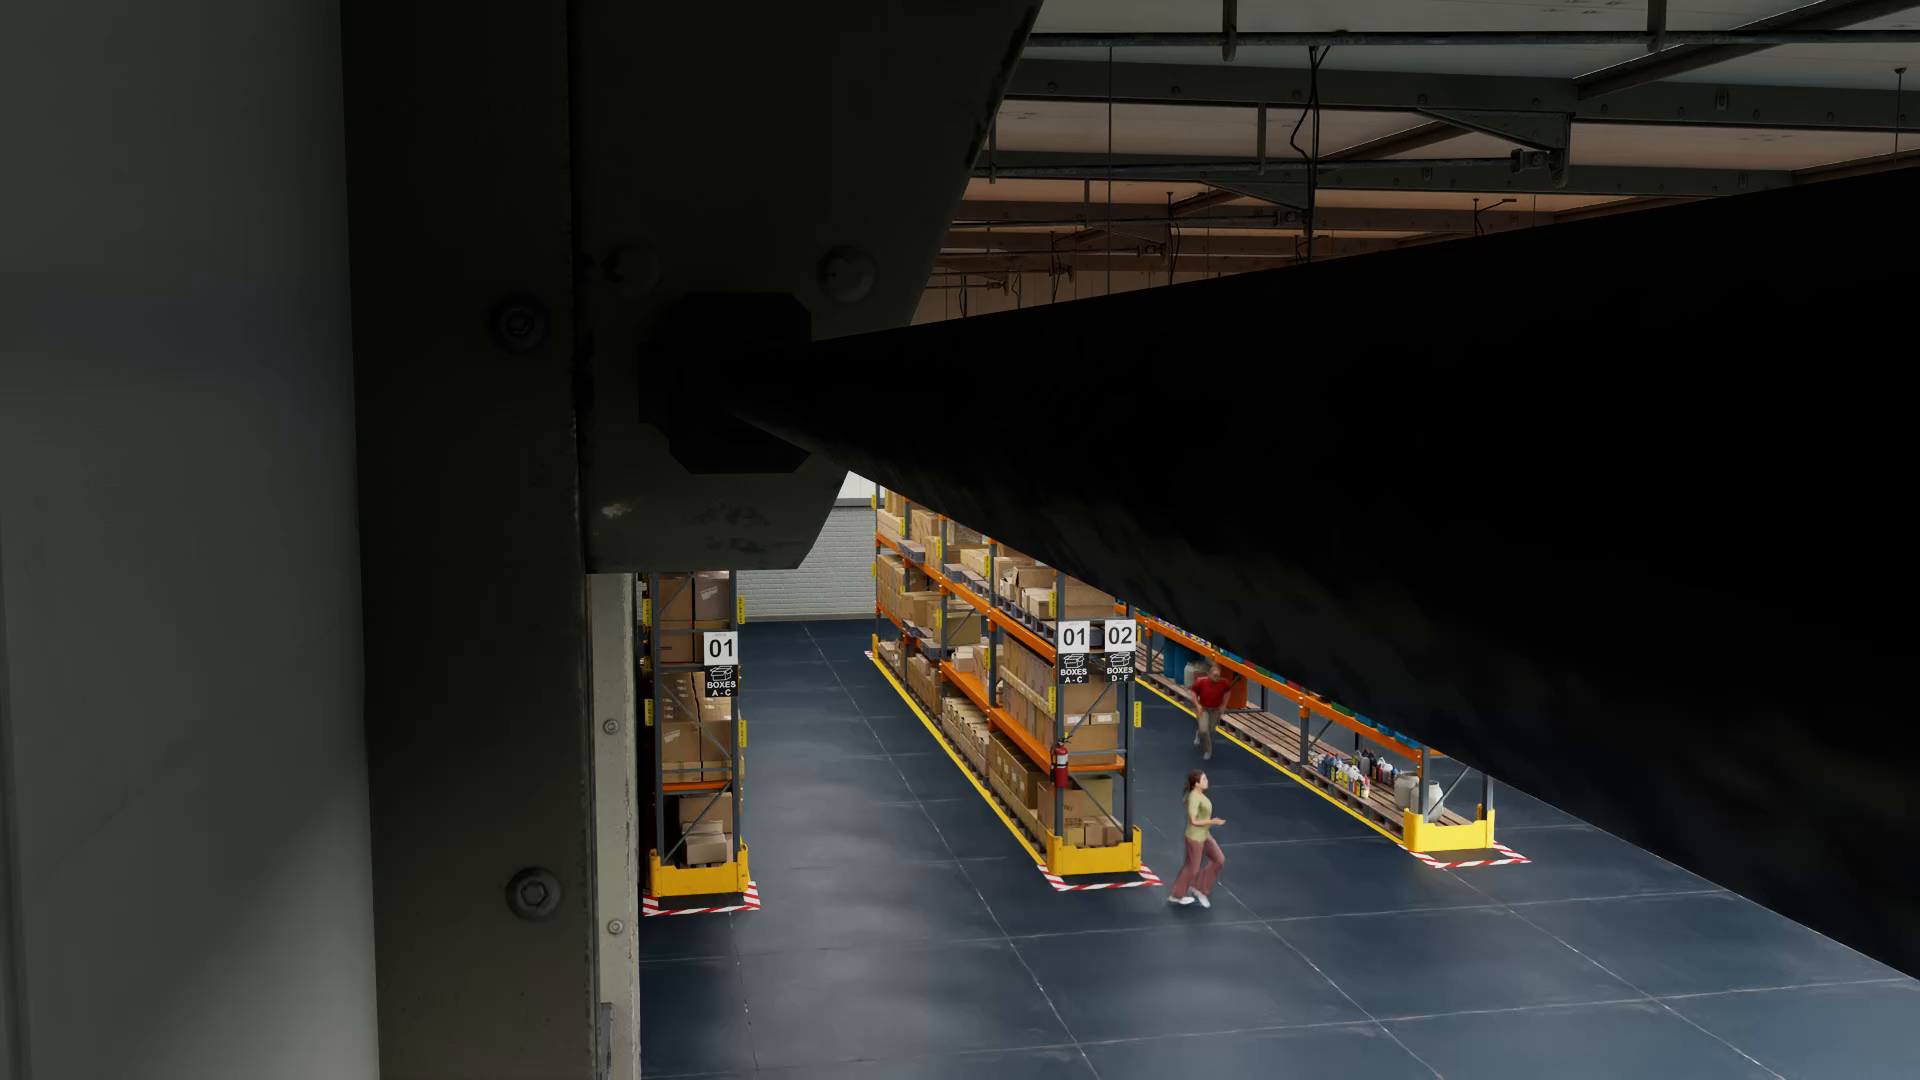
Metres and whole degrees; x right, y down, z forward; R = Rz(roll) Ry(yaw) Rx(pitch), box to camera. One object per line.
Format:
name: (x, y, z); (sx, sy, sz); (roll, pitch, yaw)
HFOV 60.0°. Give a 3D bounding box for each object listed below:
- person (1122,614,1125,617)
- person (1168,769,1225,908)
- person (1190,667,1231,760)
person: (3.836, 1.549, 38.606); (0.888, 1.667, 0.651); (-1, 6, -11)
person: (2.788, 3.510, 19.495); (0.679, 1.684, 0.554); (2, 6, 21)
person: (4.067, 2.785, 27.227); (0.670, 1.572, 1.011); (-1, 6, -6)
